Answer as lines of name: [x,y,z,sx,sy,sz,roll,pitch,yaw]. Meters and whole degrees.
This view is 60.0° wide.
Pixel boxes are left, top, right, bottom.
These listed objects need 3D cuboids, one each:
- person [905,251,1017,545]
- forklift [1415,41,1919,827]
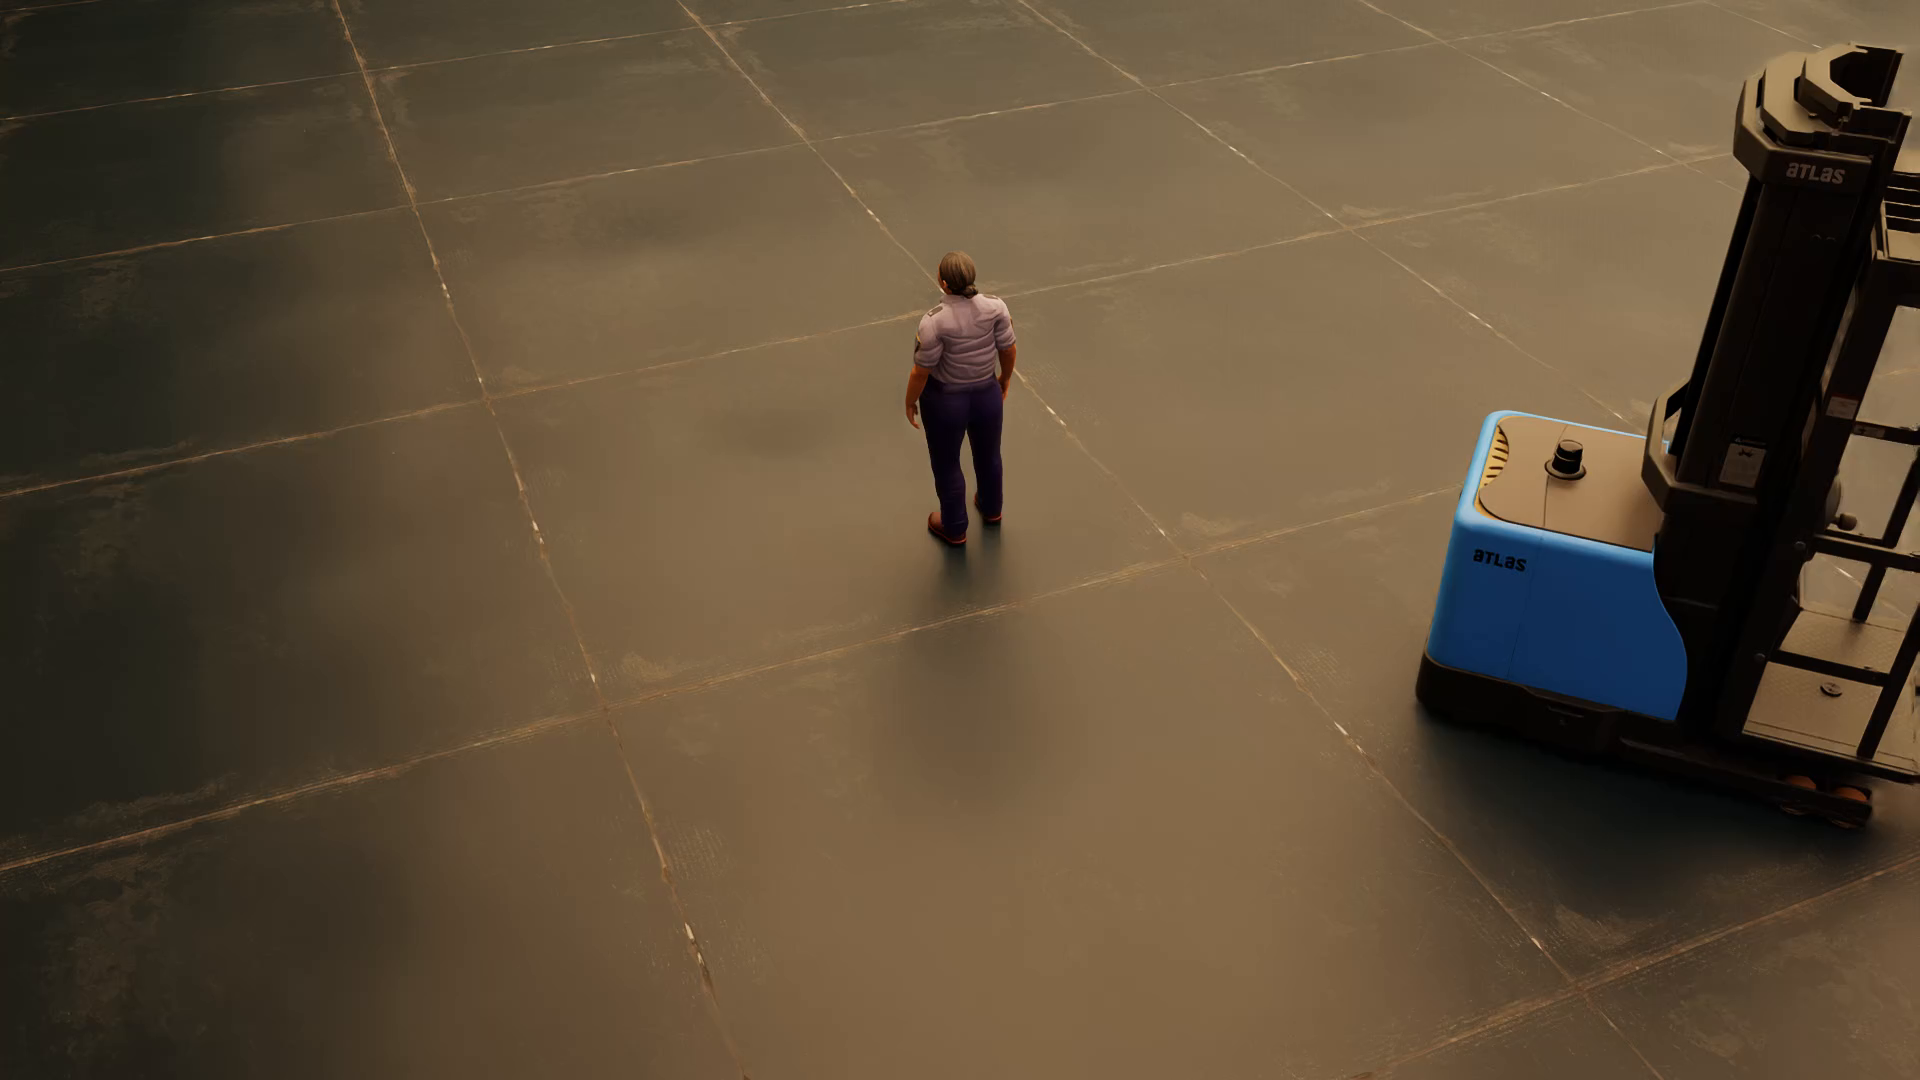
person: [-0.014,-0.731,8.220,0.598,1.651,0.503,-14,38,-19]
forklift: [3.630,-0.347,6.587,3.031,2.935,1.130,14,38,18]
